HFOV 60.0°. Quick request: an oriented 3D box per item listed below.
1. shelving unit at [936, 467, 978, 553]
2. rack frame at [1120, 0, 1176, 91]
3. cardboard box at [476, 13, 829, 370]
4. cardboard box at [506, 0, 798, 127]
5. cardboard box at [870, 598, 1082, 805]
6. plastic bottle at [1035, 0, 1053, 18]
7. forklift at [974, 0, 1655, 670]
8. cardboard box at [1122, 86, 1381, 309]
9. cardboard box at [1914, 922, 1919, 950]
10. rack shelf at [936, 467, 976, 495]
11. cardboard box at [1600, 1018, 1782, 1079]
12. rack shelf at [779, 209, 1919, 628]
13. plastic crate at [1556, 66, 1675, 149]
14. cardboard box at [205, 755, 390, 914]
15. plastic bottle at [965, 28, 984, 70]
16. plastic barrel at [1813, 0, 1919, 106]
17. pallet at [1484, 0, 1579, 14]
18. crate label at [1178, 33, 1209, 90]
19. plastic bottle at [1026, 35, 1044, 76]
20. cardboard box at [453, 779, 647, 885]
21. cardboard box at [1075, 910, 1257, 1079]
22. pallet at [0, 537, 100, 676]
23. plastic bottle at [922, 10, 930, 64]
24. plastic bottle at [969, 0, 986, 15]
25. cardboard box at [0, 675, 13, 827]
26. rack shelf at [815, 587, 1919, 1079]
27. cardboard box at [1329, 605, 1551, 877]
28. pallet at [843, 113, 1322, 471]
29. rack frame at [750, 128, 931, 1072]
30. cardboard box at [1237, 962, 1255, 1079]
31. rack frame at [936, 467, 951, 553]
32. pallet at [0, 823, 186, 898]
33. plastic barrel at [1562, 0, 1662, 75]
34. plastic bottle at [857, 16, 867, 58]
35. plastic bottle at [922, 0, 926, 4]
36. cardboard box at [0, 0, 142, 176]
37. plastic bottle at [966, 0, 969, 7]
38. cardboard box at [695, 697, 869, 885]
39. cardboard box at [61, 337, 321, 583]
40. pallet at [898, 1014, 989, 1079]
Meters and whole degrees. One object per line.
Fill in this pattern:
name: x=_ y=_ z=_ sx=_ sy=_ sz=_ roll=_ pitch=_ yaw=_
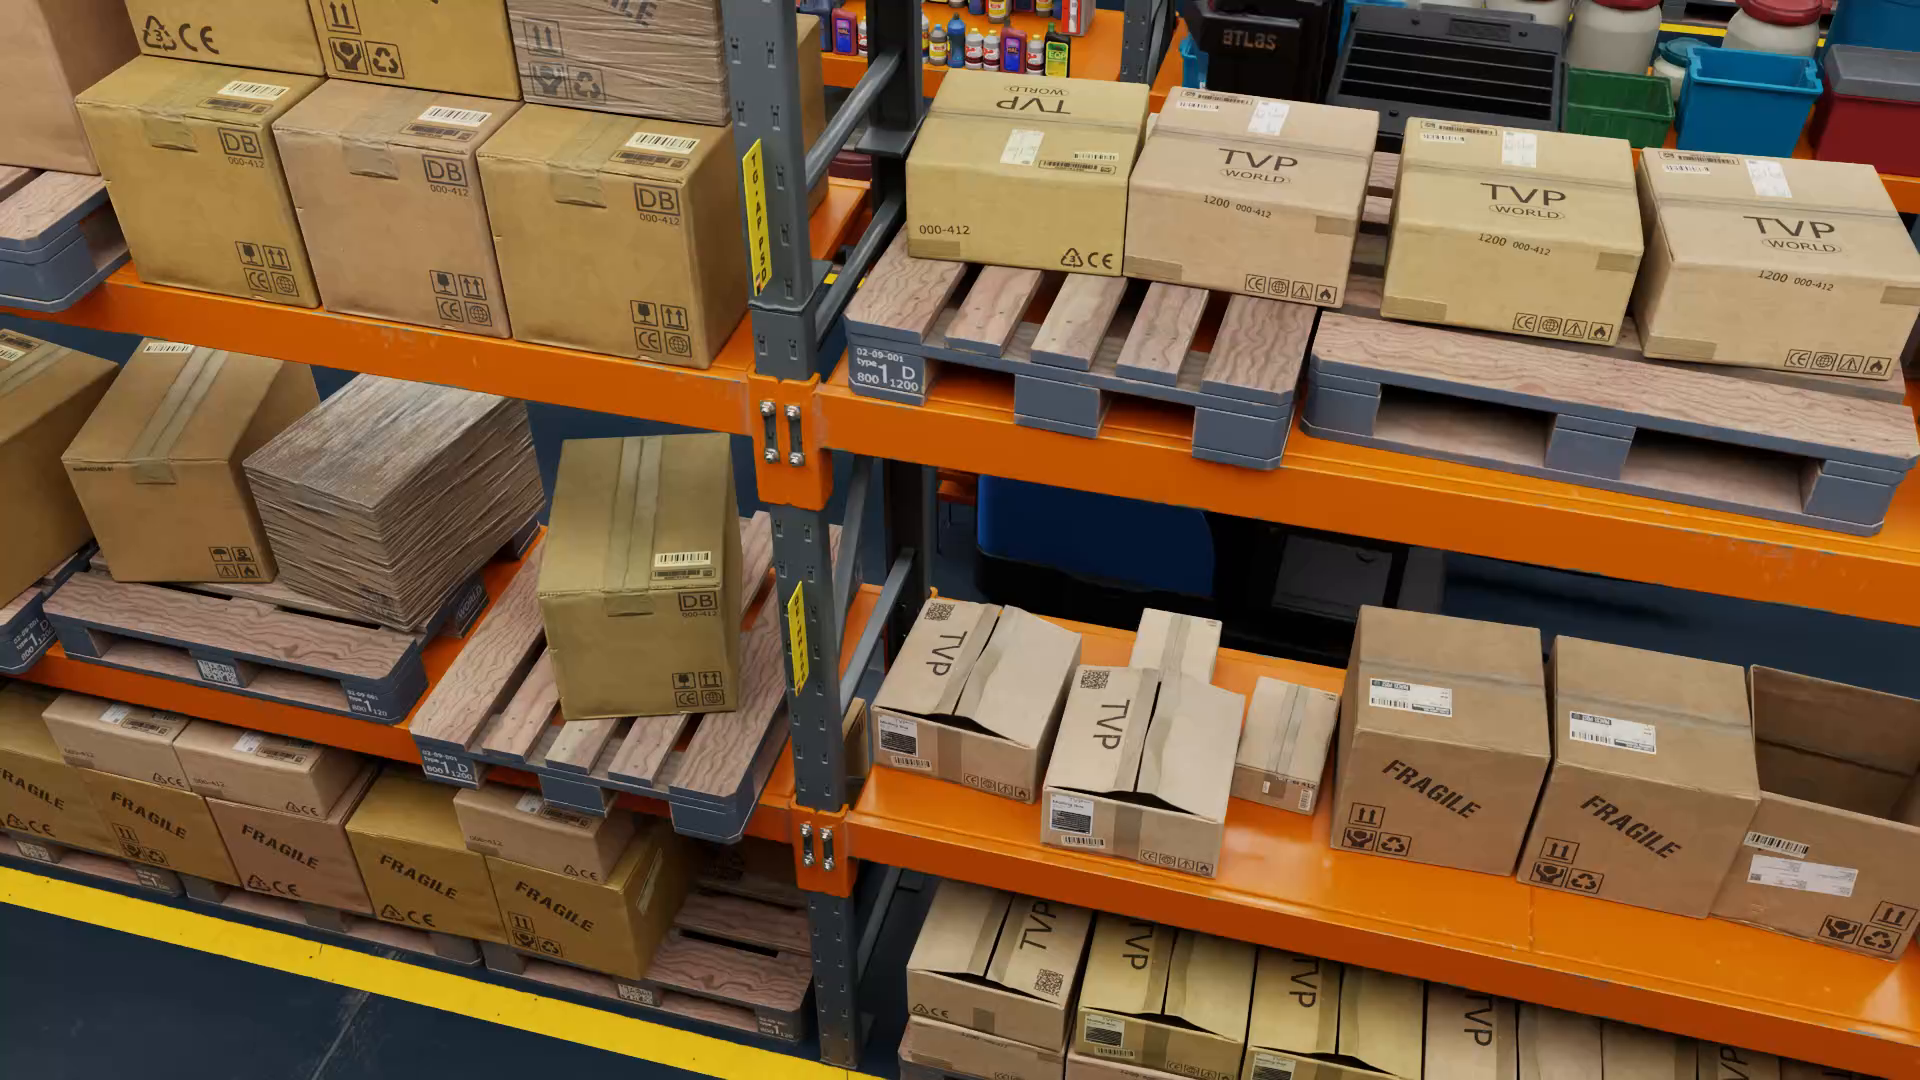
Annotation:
shelving unit: x=0.014 y=-0.457 z=7.386 sx=0.189 sy=1.200 sz=0.258 roll=10 pitch=41 yaw=11
rack frame: x=1.000 y=-2.746 z=8.712 sx=0.127 sy=3.000 sz=1.000 roll=10 pitch=41 yaw=11
cardboard box: x=-0.715 y=-0.908 z=4.113 sx=0.500 sy=0.500 sz=0.910 roll=10 pitch=41 yaw=11
cardboard box: x=-0.704 y=-1.315 z=3.821 sx=0.500 sy=0.500 sz=0.500 roll=10 pitch=41 yaw=11
cardboard box: x=0.056 y=0.453 z=4.973 sx=0.500 sy=0.311 sz=0.500 roll=12 pitch=42 yaw=14
plastic bottle: x=0.466 y=-2.995 z=9.163 sx=0.097 sy=0.201 sz=0.097 roll=0 pitch=40 yaw=0
forklift: x=1.638 y=-0.871 z=6.532 sx=3.031 sy=2.935 sz=1.130 roll=11 pitch=41 yaw=13
cardboard box: x=0.680 y=-0.805 z=3.858 sx=0.500 sy=0.250 sz=0.500 roll=11 pitch=41 yaw=13
cardboard box: x=2.683 y=1.015 z=4.338 sx=0.258 sy=0.266 sz=0.396 roll=9 pitch=41 yaw=10
rack shelf: x=0.014 y=-0.331 z=7.492 sx=0.180 sy=0.103 sz=0.258 roll=10 pitch=41 yaw=11
cardboard box: x=2.129 y=1.617 z=4.892 sx=0.500 sy=0.311 sz=0.500 roll=10 pitch=41 yaw=11
rack shelf: x=1.648 y=-0.210 z=3.919 sx=4.000 sy=0.370 sz=1.077 roll=10 pitch=41 yaw=11
plastic crate: x=3.108 y=-2.114 z=8.124 sx=0.662 sy=0.188 sz=0.450 roll=10 pitch=41 yaw=11
cardboard box: x=-2.257 y=0.940 z=5.924 sx=0.500 sy=0.500 sz=0.500 roll=8 pitch=41 yaw=10
plastic bottle: x=0.075 y=-2.557 z=8.641 sx=0.097 sy=0.201 sz=0.097 roll=0 pitch=40 yaw=0
plastic barrel: x=4.569 y=-2.525 z=8.059 sx=0.708 sy=0.901 sz=0.600 roll=10 pitch=41 yaw=11
pallet: x=4.209 y=-4.420 z=12.874 sx=1.213 sy=0.211 sz=1.003 roll=10 pitch=41 yaw=11
crate label: x=1.310 y=-2.379 z=8.405 sx=0.416 sy=0.233 sz=0.303 roll=10 pitch=41 yaw=11
plastic bottle: x=0.392 y=-2.502 z=8.576 sx=0.097 sy=0.201 sz=0.097 roll=0 pitch=40 yaw=0
cardboard box: x=-1.304 y=0.816 z=5.489 sx=0.500 sy=0.250 sz=0.500 roll=11 pitch=41 yaw=13
cardboard box: x=0.655 y=1.360 z=5.198 sx=0.500 sy=0.311 sz=0.500 roll=9 pitch=41 yaw=10
pallet: x=-3.405 y=-0.060 z=5.663 sx=1.213 sy=0.211 sz=1.003 roll=10 pitch=41 yaw=11
plastic bottle: x=-0.207 y=-2.632 z=8.677 sx=0.097 sy=0.271 sz=0.097 roll=0 pitch=40 yaw=0
plastic bottle: x=0.098 y=-3.045 z=9.168 sx=0.097 sy=0.271 sz=0.097 roll=0 pitch=40 yaw=0
cardboard box: x=-3.744 y=0.686 z=6.226 sx=0.500 sy=0.500 sz=0.500 roll=8 pitch=41 yaw=9
rack shelf: x=1.648 y=0.939 z=4.884 sx=4.000 sy=0.370 sz=1.077 roll=10 pitch=41 yaw=11
cardboard box: x=1.341 y=0.561 z=4.696 sx=0.500 sy=0.500 sz=0.500 roll=8 pitch=41 yaw=9
pallet: x=0.394 y=-0.688 z=4.076 sx=1.003 sy=0.211 sz=1.213 roll=12 pitch=41 yaw=13
rack frame: x=-0.284 y=0.331 z=5.048 sx=0.127 sy=3.000 sz=1.000 roll=10 pitch=41 yaw=11
cardboard box: x=1.135 y=1.658 z=5.279 sx=0.500 sy=0.250 sz=0.500 roll=9 pitch=41 yaw=10
rack frame: x=-0.074 y=-0.472 z=7.404 sx=0.006 sy=1.200 sz=0.240 roll=10 pitch=41 yaw=11
pallet: x=-3.353 y=0.846 z=6.604 sx=1.213 sy=0.211 sz=1.003 roll=10 pitch=41 yaw=11
plastic barrel: x=3.287 y=-2.550 z=8.373 sx=0.433 sy=0.535 sz=0.433 roll=0 pitch=40 yaw=0
plastic bottle: x=-0.489 y=-2.654 z=8.757 sx=0.097 sy=0.201 sz=0.097 roll=0 pitch=40 yaw=0
plastic bottle: x=-0.238 y=-3.143 z=9.285 sx=0.097 sy=0.271 sz=0.097 roll=0 pitch=40 yaw=0
cardboard box: x=-2.392 y=-1.371 z=4.260 sx=0.600 sy=0.600 sz=0.600 roll=8 pitch=41 yaw=10
plastic bottle: x=0.101 y=-3.101 z=9.226 sx=0.133 sy=0.283 sz=0.061 roll=10 pitch=41 yaw=11
cardboard box: x=-0.650 y=0.866 z=6.012 sx=0.500 sy=0.500 sz=0.500 roll=11 pitch=41 yaw=13
cardboard box: x=-2.426 y=-0.278 z=5.369 sx=0.500 sy=0.500 sz=0.700 roll=0 pitch=40 yaw=0
pallet: x=0.501 y=1.560 z=5.753 sx=1.213 sy=0.211 sz=1.003 roll=10 pitch=41 yaw=11
